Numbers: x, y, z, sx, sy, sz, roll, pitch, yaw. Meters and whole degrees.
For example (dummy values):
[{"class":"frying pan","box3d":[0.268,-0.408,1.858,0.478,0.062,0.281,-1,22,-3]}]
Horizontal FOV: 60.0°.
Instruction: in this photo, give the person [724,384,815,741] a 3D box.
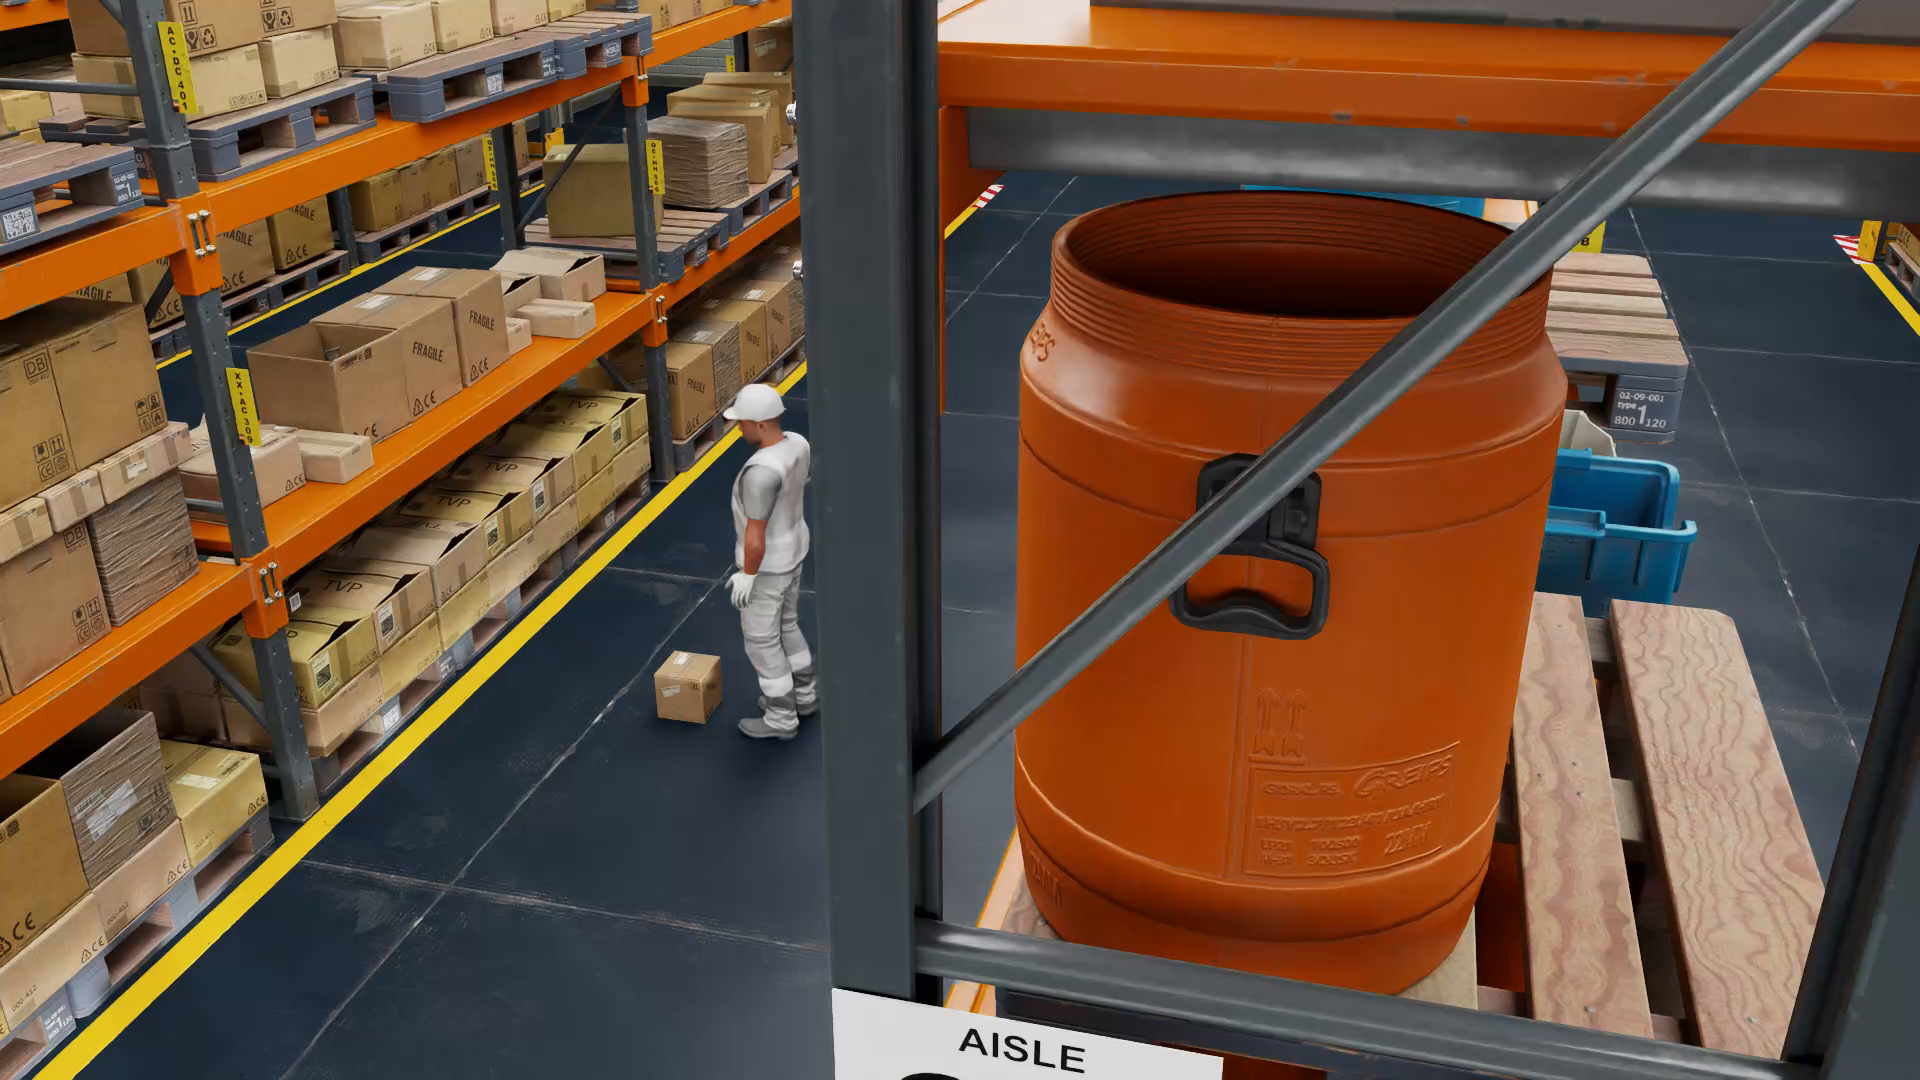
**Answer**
[{"class":"person","box3d":[-0.896,0.108,7.863,0.351,1.781,0.528,7,26,14]}]
